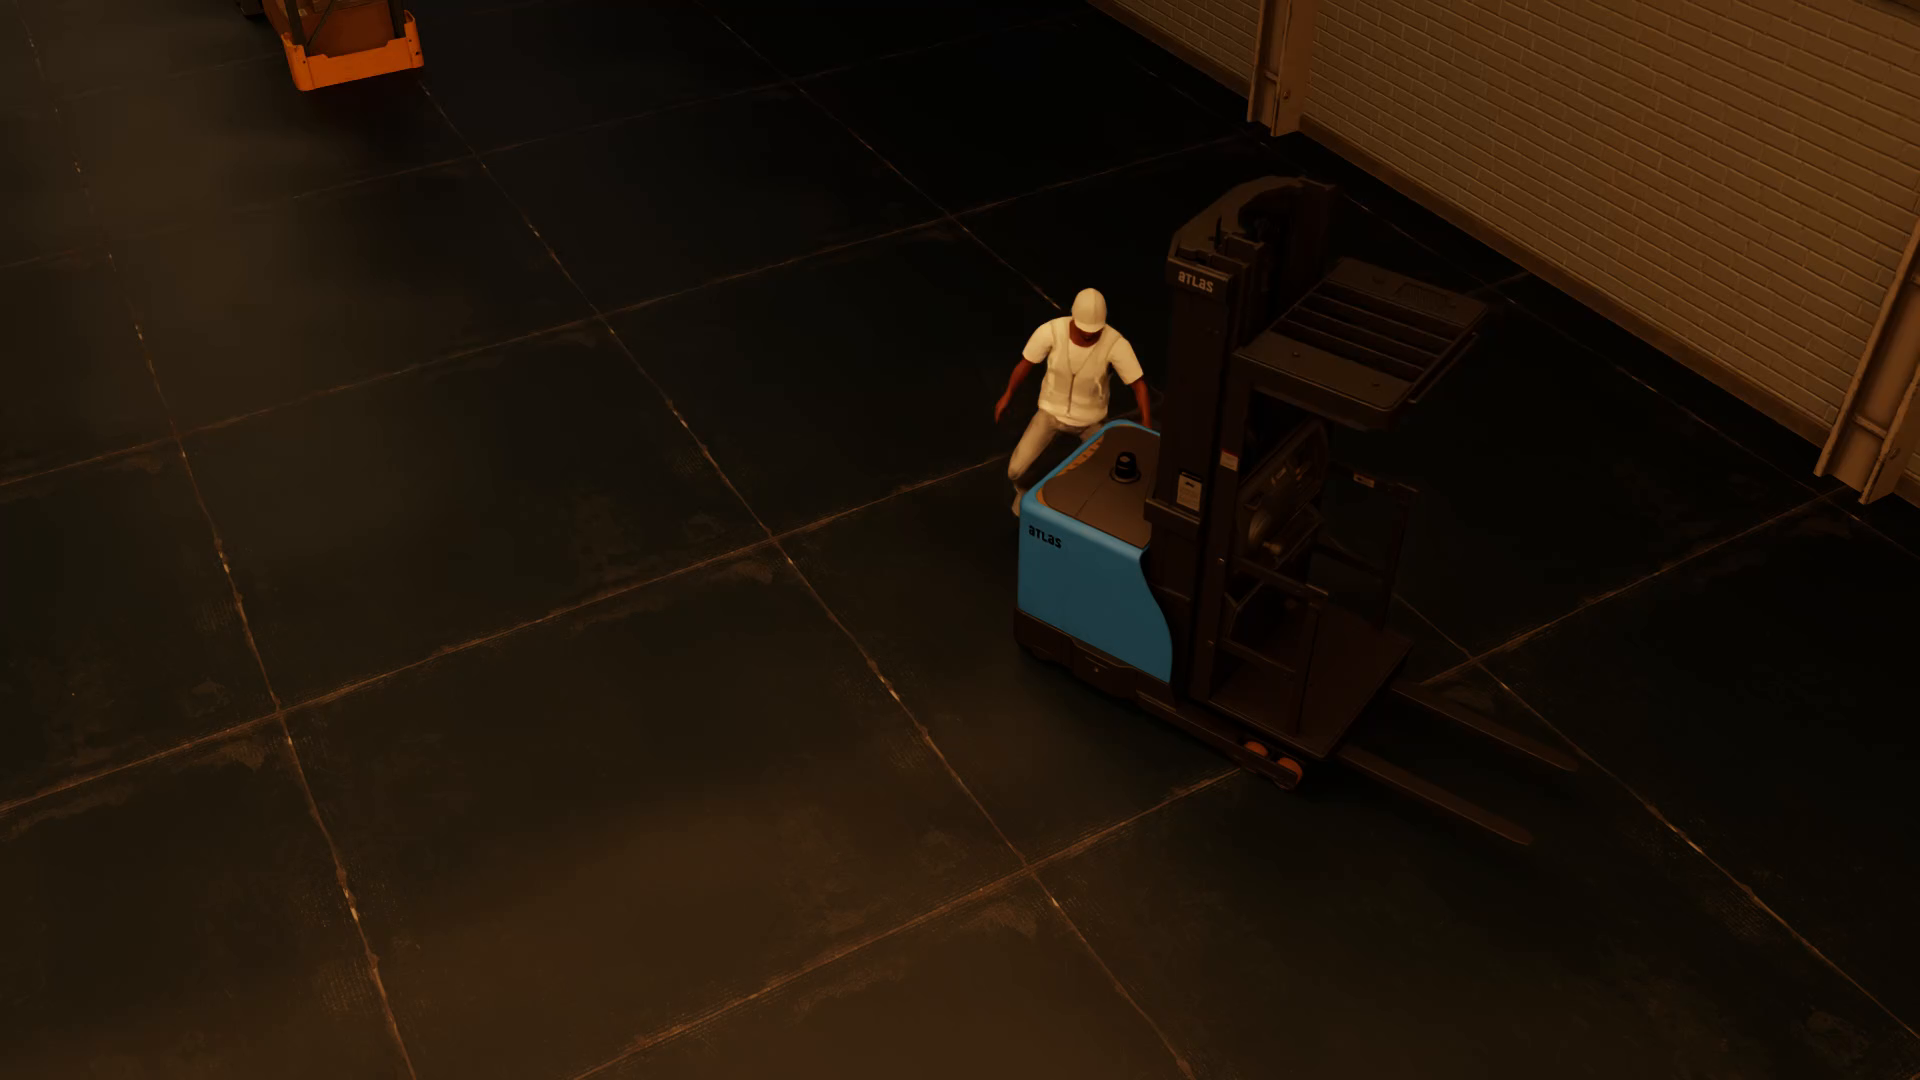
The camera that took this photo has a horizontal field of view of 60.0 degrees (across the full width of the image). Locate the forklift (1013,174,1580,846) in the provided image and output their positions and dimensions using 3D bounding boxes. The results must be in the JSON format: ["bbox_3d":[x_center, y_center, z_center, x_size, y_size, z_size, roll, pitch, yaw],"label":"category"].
[{"bbox_3d":[1.790,-0.205,8.284,3.031,2.935,1.130,26,46,28],"label":"forklift"}]

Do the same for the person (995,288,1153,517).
[{"bbox_3d":[0.703,-0.777,10.002,1.004,1.647,0.642,9,41,11],"label":"person"}]
